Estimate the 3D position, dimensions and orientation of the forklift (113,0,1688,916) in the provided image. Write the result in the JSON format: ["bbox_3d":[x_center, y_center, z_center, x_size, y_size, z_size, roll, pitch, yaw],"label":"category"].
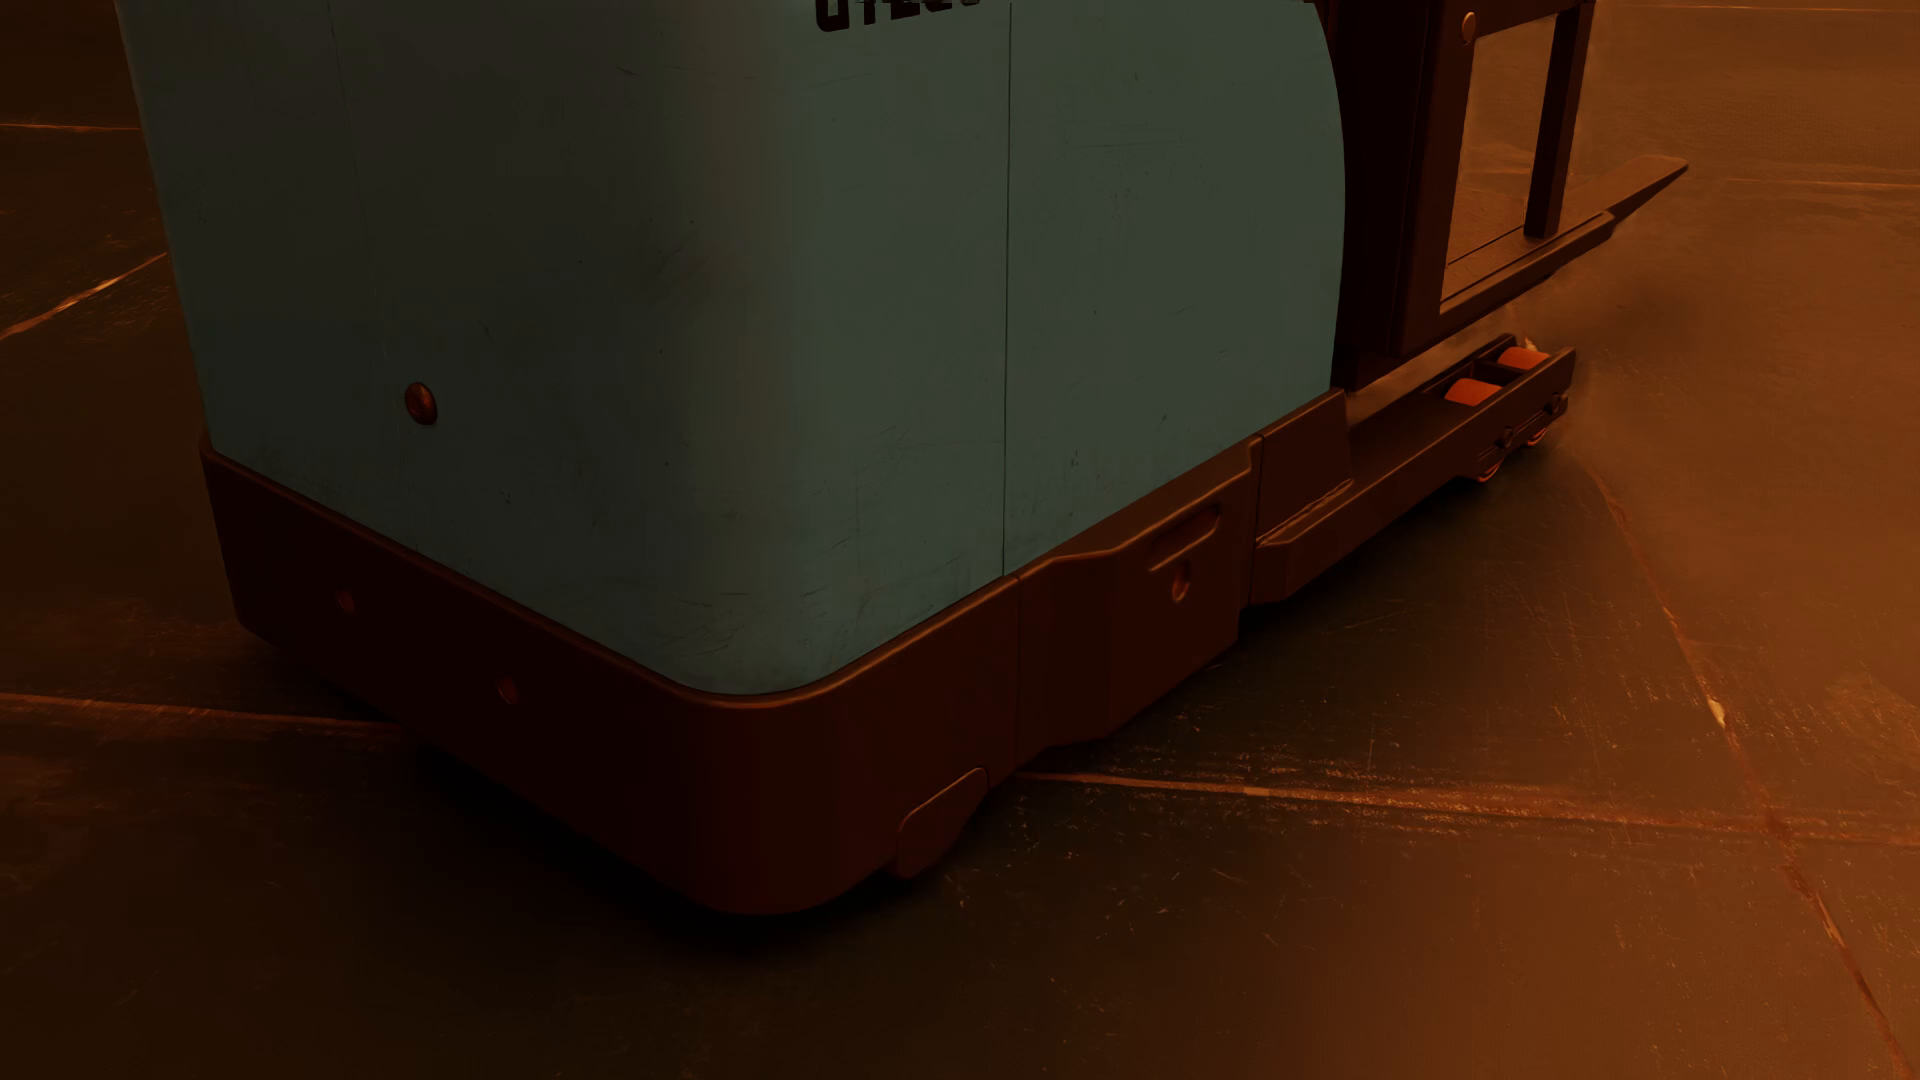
[{"bbox_3d":[0.387,-1.532,2.288,1.130,2.935,3.031,20,33,35],"label":"forklift"}]
